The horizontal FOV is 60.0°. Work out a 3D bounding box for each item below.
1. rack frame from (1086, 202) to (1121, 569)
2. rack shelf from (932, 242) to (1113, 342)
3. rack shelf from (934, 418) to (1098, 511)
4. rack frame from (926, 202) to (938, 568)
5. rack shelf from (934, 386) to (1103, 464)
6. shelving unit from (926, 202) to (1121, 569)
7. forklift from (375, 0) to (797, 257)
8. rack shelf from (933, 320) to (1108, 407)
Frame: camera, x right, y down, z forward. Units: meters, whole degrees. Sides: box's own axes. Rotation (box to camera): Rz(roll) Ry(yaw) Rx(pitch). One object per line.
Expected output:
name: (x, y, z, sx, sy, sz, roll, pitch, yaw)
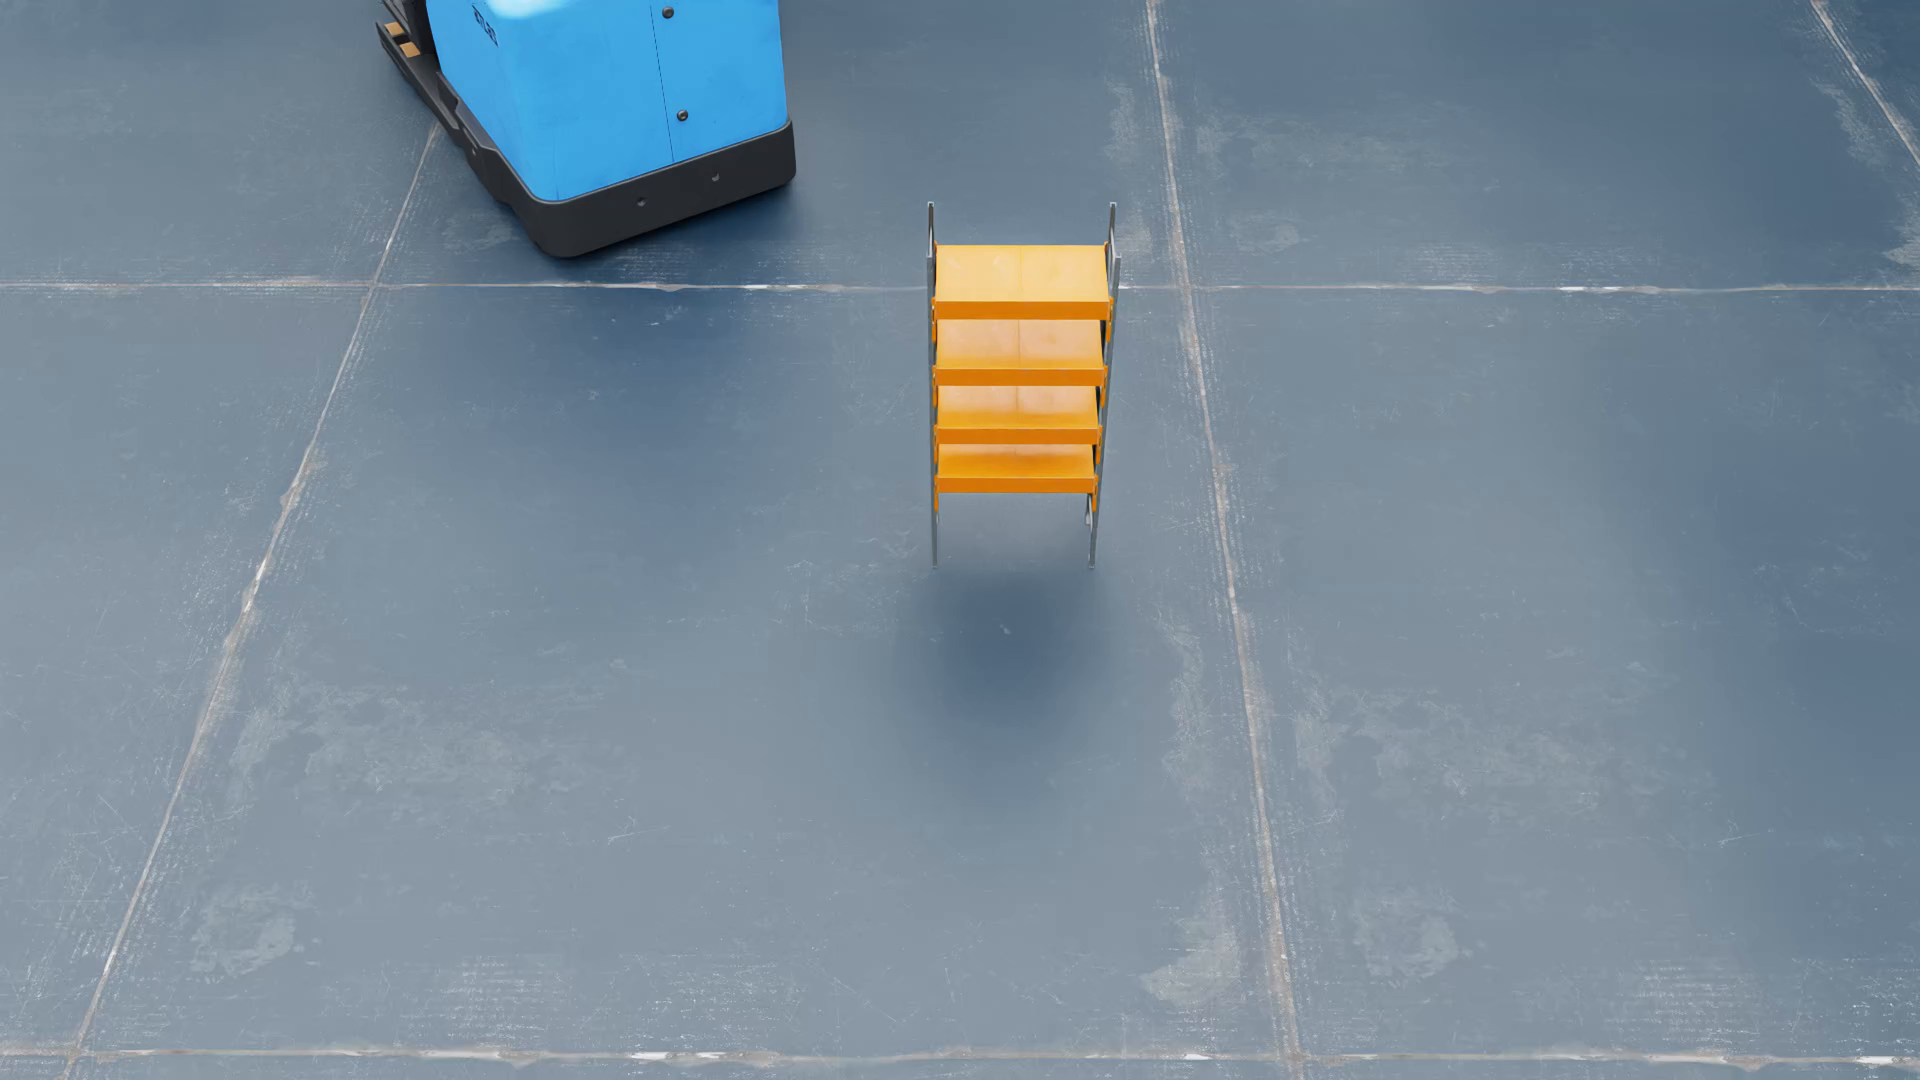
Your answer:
rack frame: (0.410, -0.408, 4.810, 0.015, 1.200, 0.240, 0, 47, 0)
rack shelf: (0.166, -0.676, 4.523, 0.480, 0.148, 0.258, 0, 47, 0)
rack shelf: (0.166, -0.227, 5.005, 0.480, 0.148, 0.258, 0, 47, 0)
rack frame: (-0.078, -0.409, 4.811, 0.015, 1.200, 0.240, 0, 47, 0)
rack shelf: (0.166, -0.363, 4.860, 0.480, 0.148, 0.258, 0, 47, 0)
shelving unit: (0.166, -0.408, 4.810, 0.503, 1.200, 0.258, 0, 47, 0)
forklift: (-1.838, -3.104, 6.137, 1.130, 2.935, 3.031, -24, 52, -21)
rack shelf: (0.166, -0.515, 4.696, 0.480, 0.148, 0.258, 0, 47, 0)
